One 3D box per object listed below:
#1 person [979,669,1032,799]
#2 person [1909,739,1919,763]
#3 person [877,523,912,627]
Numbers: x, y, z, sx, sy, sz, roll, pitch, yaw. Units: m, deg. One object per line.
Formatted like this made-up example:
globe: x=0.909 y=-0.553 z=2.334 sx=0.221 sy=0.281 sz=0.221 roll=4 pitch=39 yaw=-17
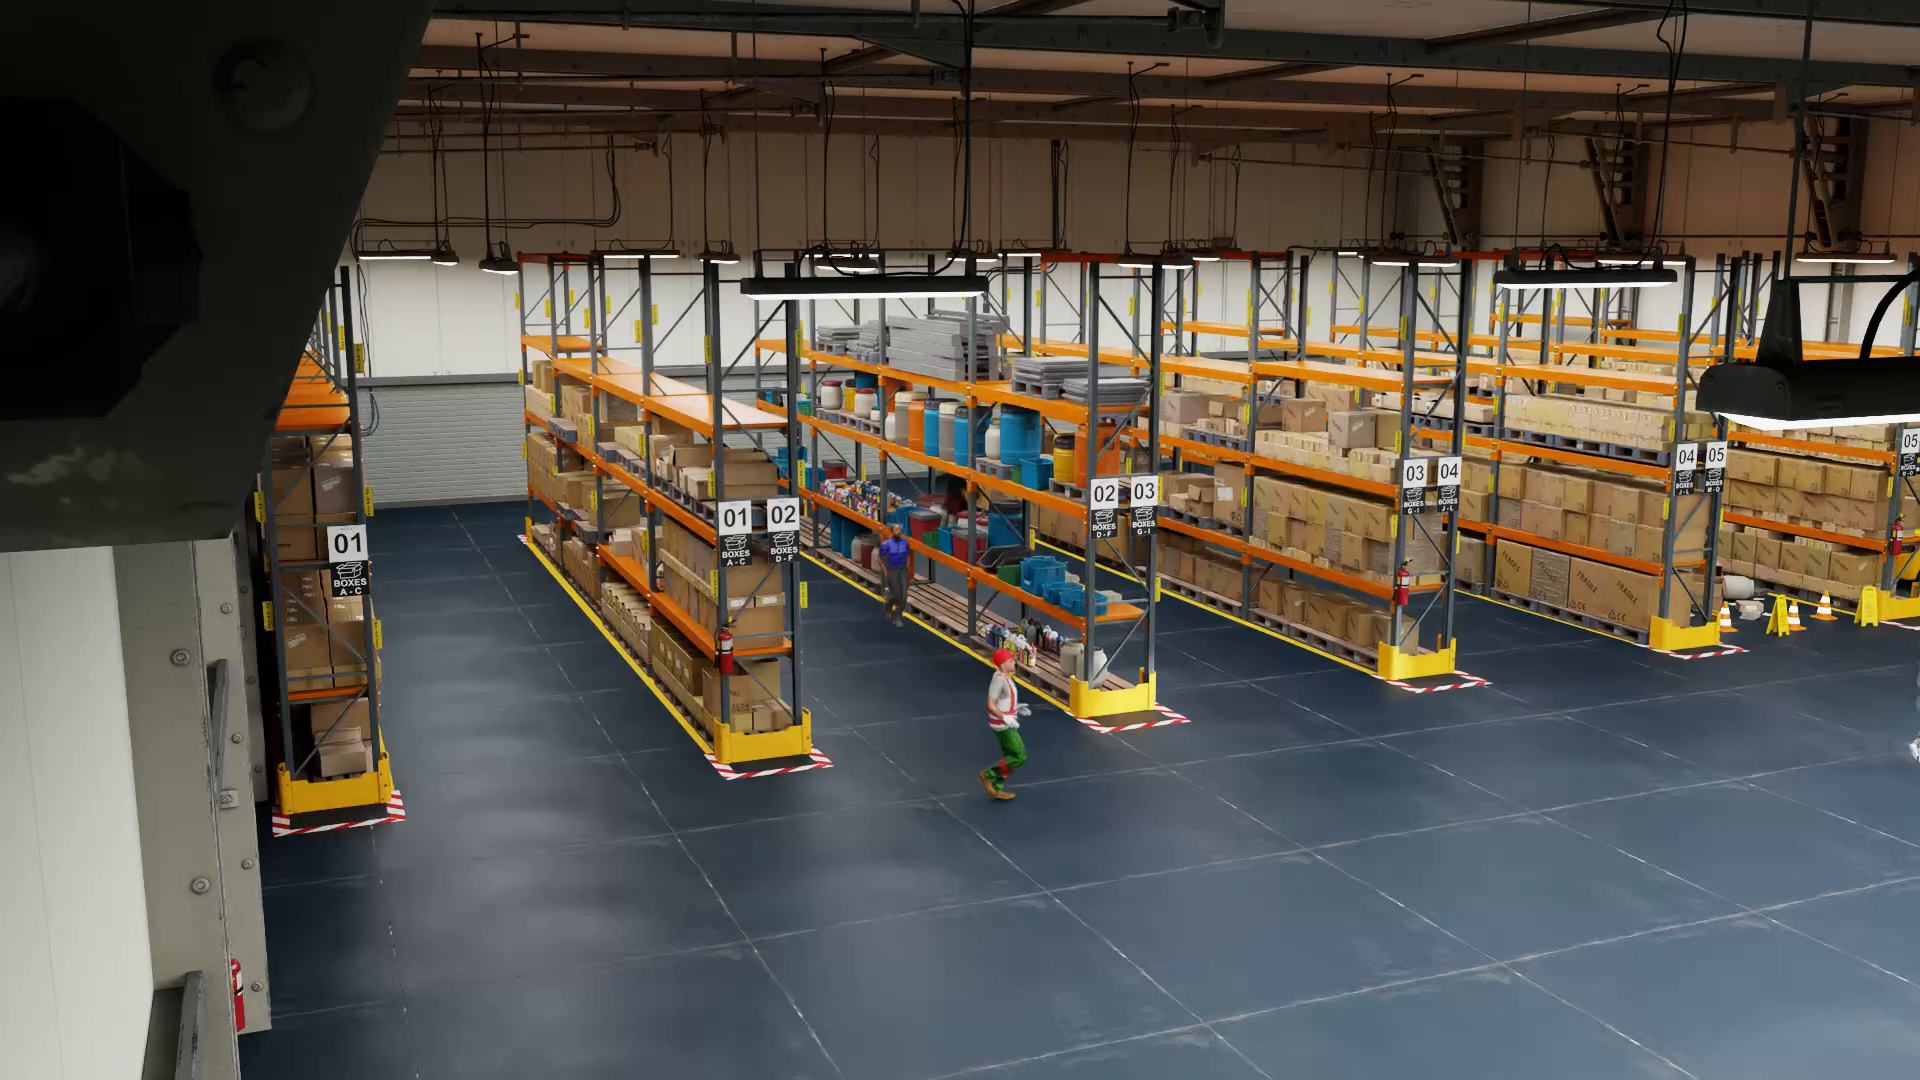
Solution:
person: x=0.515 y=2.202 z=18.804 sx=0.581 sy=1.502 sz=0.491 roll=1 pitch=10 yaw=4
person: x=11.622 y=2.121 z=19.752 sx=0.502 sy=1.328 sz=0.348 roll=1 pitch=10 yaw=6
person: x=-0.992 y=0.541 z=26.040 sx=0.576 sy=1.629 sz=0.500 roll=-5 pitch=11 yaw=-25
